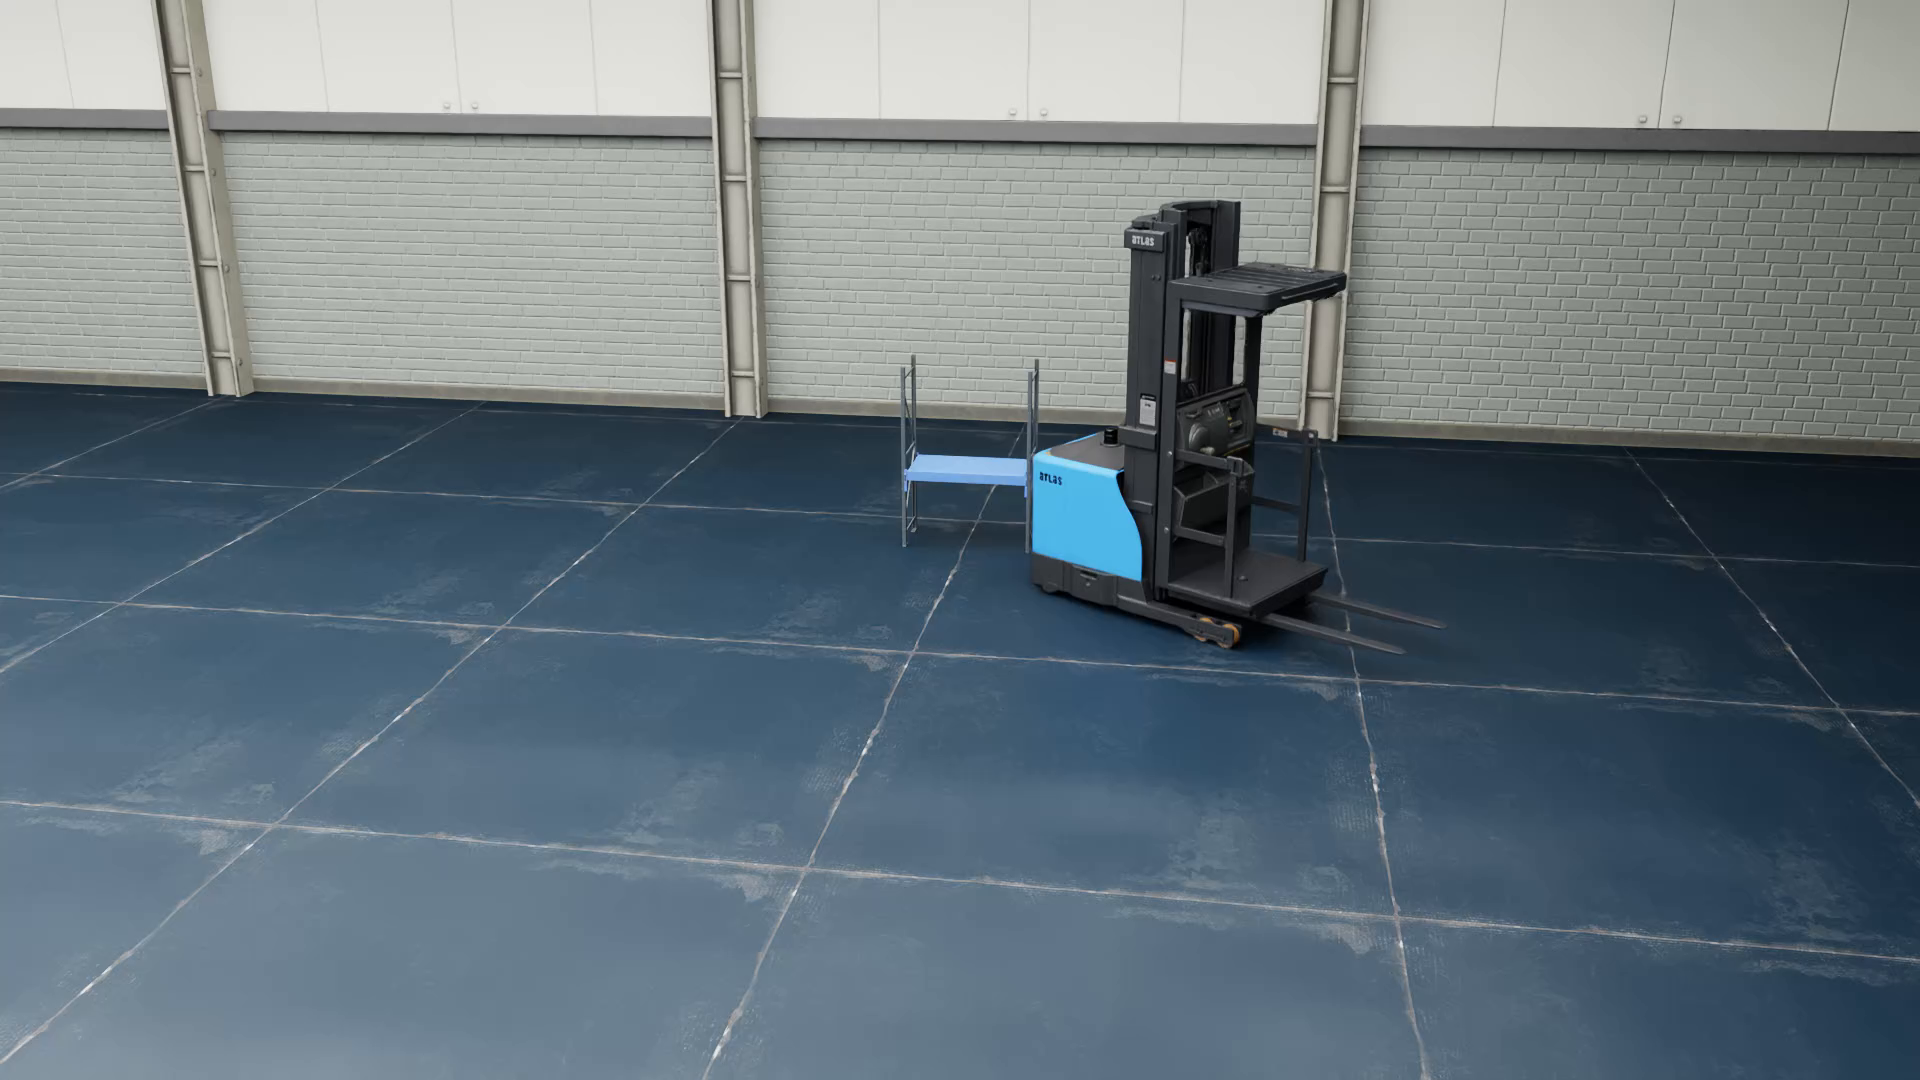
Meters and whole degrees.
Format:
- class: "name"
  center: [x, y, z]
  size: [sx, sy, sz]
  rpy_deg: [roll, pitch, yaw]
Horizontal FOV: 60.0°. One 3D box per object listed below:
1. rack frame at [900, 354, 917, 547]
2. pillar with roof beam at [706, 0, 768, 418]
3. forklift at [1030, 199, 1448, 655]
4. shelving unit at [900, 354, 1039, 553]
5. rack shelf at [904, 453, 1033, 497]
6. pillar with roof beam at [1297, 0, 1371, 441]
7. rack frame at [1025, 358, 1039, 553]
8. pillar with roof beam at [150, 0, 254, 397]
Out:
- class: "rack frame"
  center: [-0.418, -0.733, 13.629]
  size: [0.032, 1.500, 0.500]
  rpy_deg: [3, 19, 9]
- class: "pillar with roof beam"
  center: [-2.969, -4.274, 12.394]
  size: [0.400, 9.000, 9.100]
  rpy_deg: [3, 19, 9]
- class: "forklift"
  center: [1.974, -0.826, 11.654]
  size: [3.031, 2.935, 1.130]
  rpy_deg: [15, 24, 39]
- class: "shelving unit"
  center: [0.084, -0.707, 13.552]
  size: [1.048, 1.500, 0.538]
  rpy_deg: [3, 19, 9]
- class: "rack shelf"
  center: [0.084, -0.536, 13.609]
  size: [1.000, 0.185, 0.538]
  rpy_deg: [3, 19, 9]
- class: "pillar with roof beam"
  center: [2.955, -3.972, 11.492]
  size: [0.400, 9.000, 9.100]
  rpy_deg: [3, 19, 9]
- class: "rack frame"
  center: [0.586, -0.681, 13.476]
  size: [0.032, 1.500, 0.500]
  rpy_deg: [3, 19, 9]
- class: "pillar with roof beam"
  center: [-8.893, -4.576, 13.297]
  size: [0.400, 9.000, 9.100]
  rpy_deg: [3, 19, 9]
